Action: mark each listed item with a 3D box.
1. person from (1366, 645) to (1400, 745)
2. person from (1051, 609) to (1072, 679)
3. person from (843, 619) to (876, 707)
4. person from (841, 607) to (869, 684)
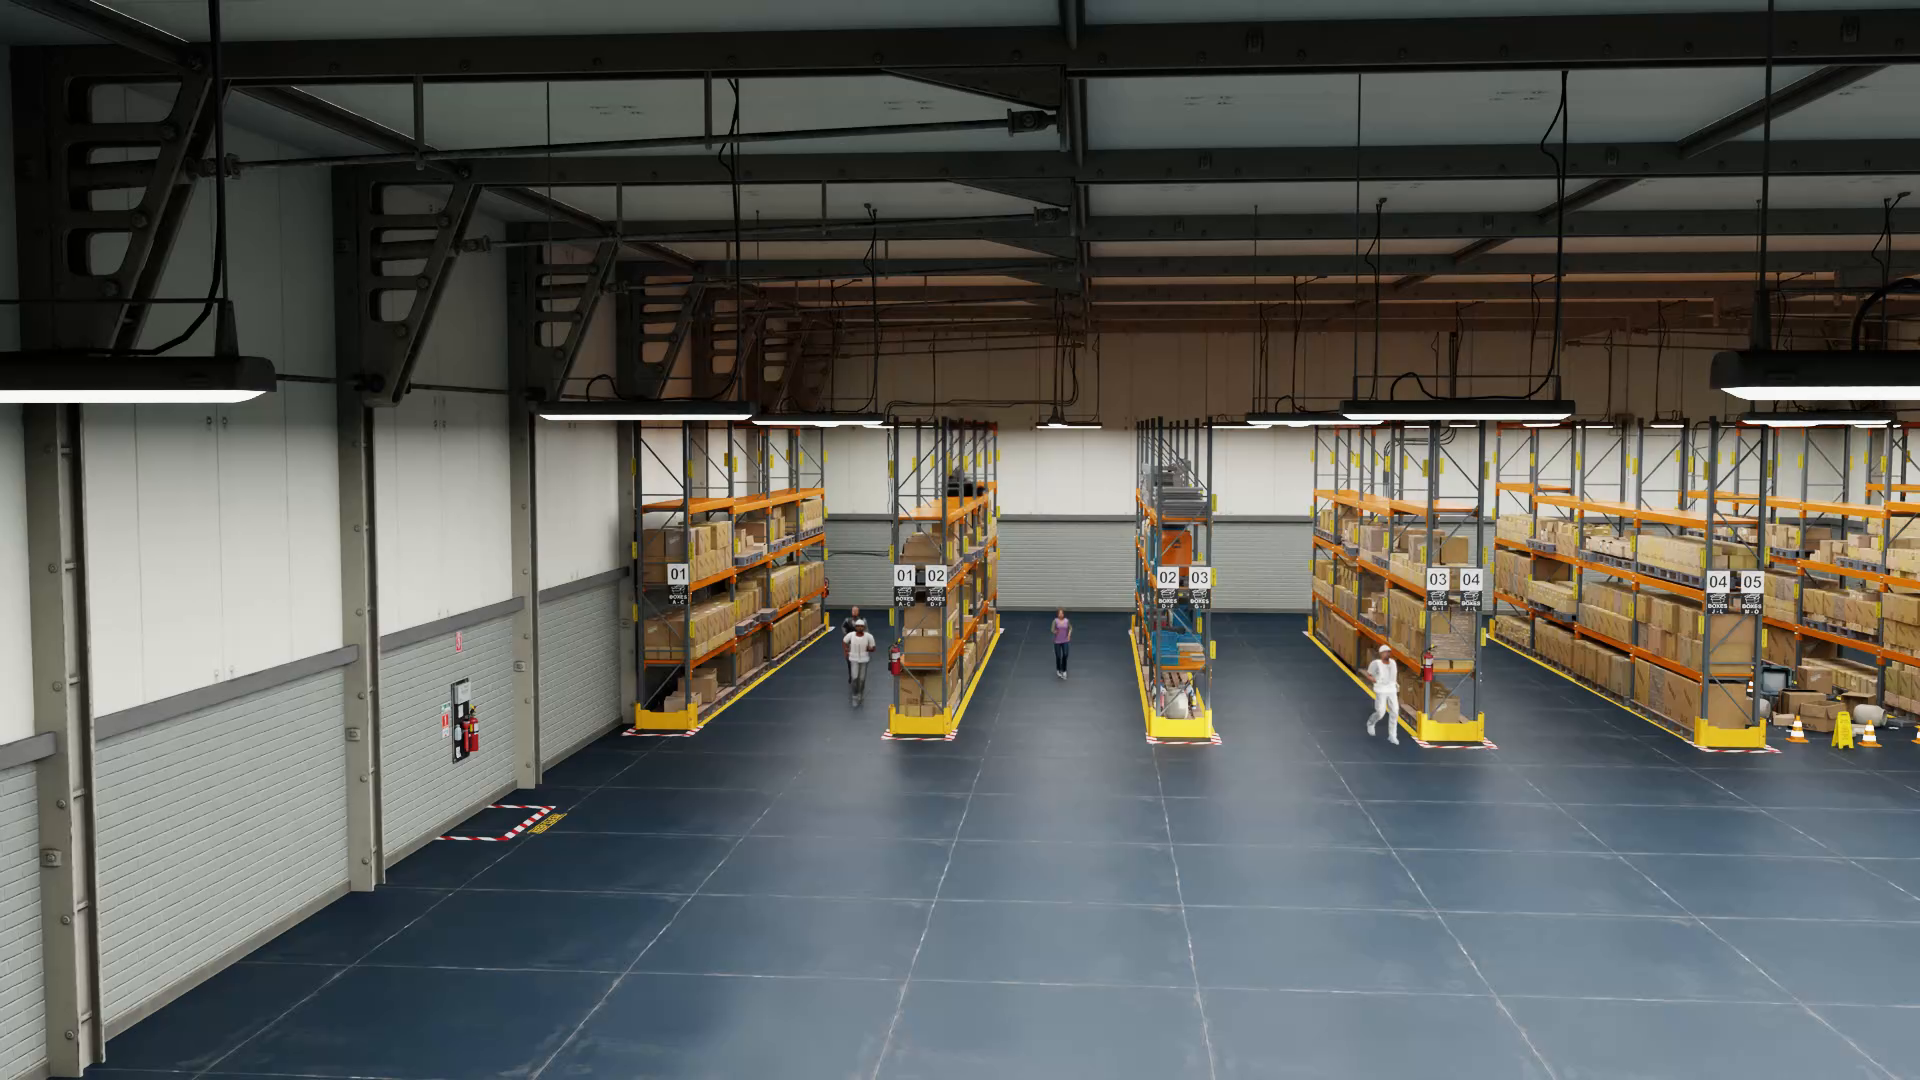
[{"bbox_3d":[7.825,2.832,30.721,0.688,1.797,0.835,-1,4,-16],"label":"person"},{"bbox_3d":[2.354,2.409,38.563,0.514,1.631,0.647,0,4,-1],"label":"person"},{"bbox_3d":[-2.103,2.571,34.839,0.674,1.832,0.785,-1,4,-9],"label":"person"},{"bbox_3d":[-2.391,2.399,37.847,0.638,1.763,0.705,0,4,-1],"label":"person"}]
